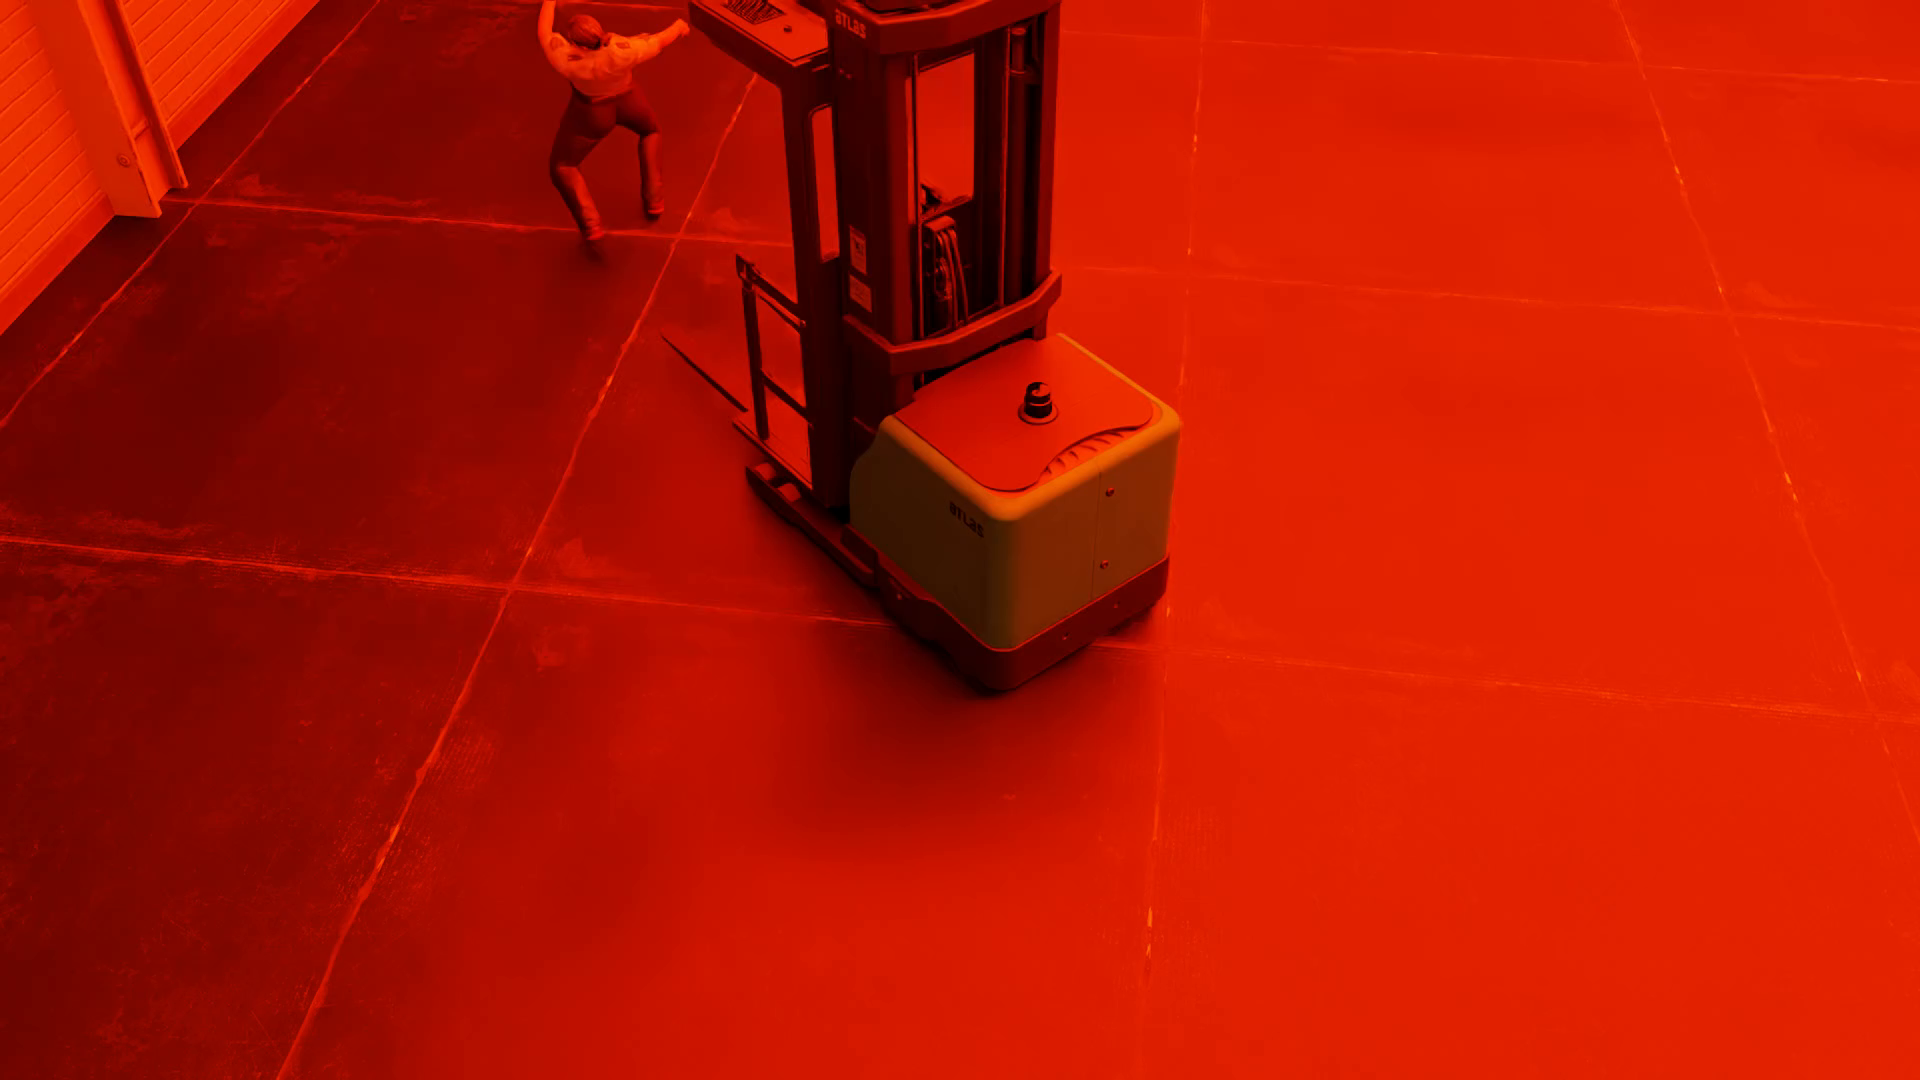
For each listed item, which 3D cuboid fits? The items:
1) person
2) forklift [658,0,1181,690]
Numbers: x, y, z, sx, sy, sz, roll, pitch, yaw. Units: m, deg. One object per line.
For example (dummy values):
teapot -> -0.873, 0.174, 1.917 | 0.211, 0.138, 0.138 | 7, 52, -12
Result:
person -> -1.929, -2.512, 9.564 | 1.004, 1.419, 0.697 | -27, 49, -26
forklift -> -0.383, -1.377, 7.223 | 1.130, 2.935, 3.031 | -29, 50, -28
